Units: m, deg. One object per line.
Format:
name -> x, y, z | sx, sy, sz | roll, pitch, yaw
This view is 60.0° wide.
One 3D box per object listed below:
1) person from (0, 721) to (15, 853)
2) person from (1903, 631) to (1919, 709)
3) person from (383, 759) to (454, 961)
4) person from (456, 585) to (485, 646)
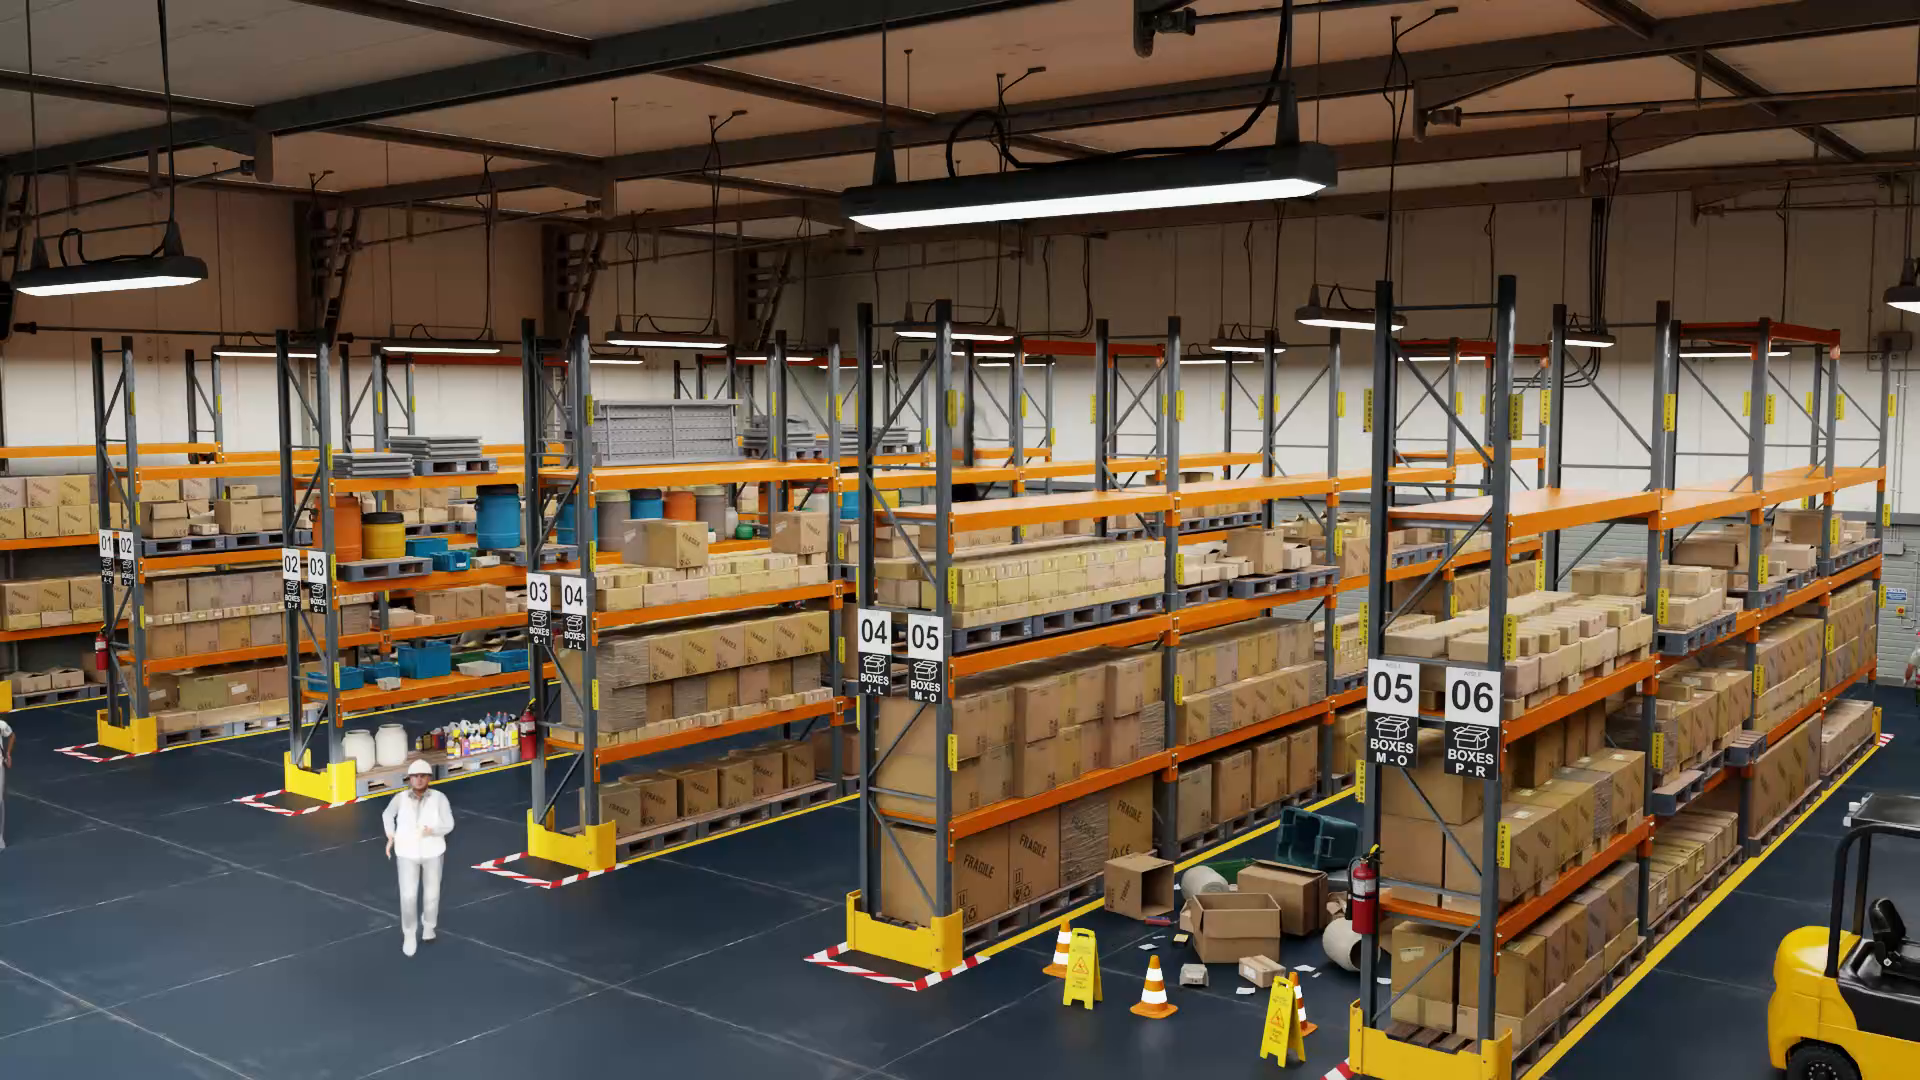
person -> -11.140, 2.666, 19.021 | 0.570, 1.753, 0.789 | -2, 5, -25
person -> 14.411, 2.125, 24.775 | 0.714, 1.653, 0.493 | 1, 5, 13
person -> -5.012, 2.946, 15.424 | 0.627, 1.827, 0.752 | -2, 5, -19
person -> -9.112, 1.655, 30.980 | 0.569, 1.658, 0.638 | 4, 6, 40
